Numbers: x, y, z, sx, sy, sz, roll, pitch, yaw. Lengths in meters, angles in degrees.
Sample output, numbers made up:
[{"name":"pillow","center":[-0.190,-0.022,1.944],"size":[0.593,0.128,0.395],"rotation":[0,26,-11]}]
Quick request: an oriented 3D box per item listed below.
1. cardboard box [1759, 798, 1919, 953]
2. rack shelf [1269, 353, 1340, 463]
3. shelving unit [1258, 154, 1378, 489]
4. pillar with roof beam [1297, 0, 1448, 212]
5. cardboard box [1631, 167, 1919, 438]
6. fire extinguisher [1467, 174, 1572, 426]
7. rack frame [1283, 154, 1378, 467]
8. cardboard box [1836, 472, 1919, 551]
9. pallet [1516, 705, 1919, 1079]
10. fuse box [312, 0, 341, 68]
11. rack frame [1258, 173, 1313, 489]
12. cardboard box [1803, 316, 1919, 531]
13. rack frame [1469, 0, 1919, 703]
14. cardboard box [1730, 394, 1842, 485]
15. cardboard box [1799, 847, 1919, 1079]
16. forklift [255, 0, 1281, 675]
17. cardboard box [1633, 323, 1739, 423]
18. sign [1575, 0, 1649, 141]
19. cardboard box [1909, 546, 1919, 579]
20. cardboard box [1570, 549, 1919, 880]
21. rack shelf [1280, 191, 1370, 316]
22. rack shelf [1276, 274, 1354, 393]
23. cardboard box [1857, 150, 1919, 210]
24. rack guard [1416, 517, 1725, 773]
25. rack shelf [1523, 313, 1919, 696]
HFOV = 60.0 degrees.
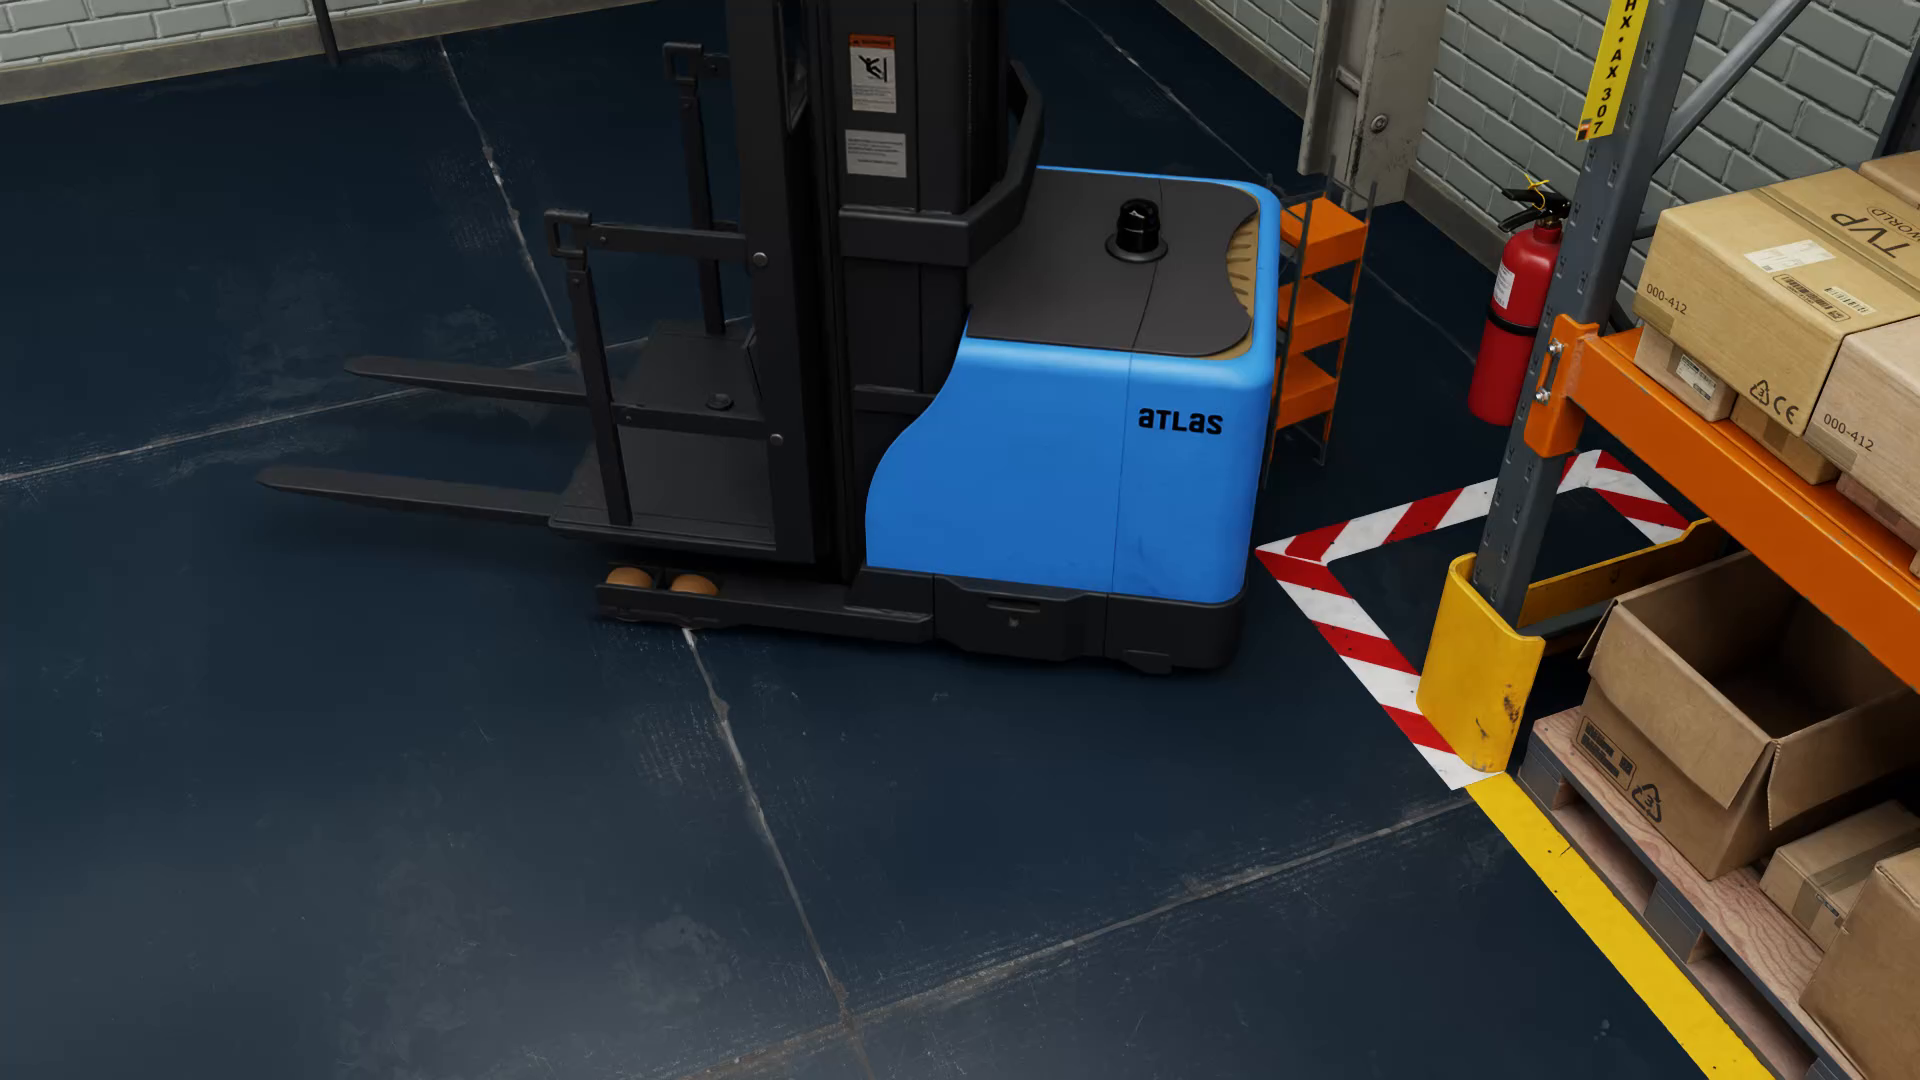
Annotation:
[{"name":"cardboard box","center":[2.122,0.793,3.891],"size":[0.380,0.149,0.250],"rotation":[-17,43,-19]},{"name":"rack shelf","center":[1.053,-0.442,5.399],"size":[0.240,0.259,0.215],"rotation":[-21,45,-23]},{"name":"shelving unit","center":[1.056,-0.662,5.212],"size":[0.252,1.050,0.215],"rotation":[-21,45,-23]},{"name":"pillar with roof beam","center":[-2.327,-3.836,2.809],"size":[9.100,9.000,0.400],"rotation":[-15,43,-17]},{"name":"cardboard box","center":[1.774,-0.501,3.419],"size":[0.500,0.250,0.500],"rotation":[-15,43,-17]},{"name":"fire extinguisher","center":[1.366,-0.589,3.979],"size":[0.296,0.674,0.183],"rotation":[-15,43,-17]},{"name":"rack frame","center":[1.161,-0.701,5.260],"size":[0.008,1.050,0.200],"rotation":[-21,45,-23]},{"name":"cardboard box","center":[1.994,-0.133,3.297],"size":[0.380,0.149,0.250],"rotation":[-16,43,-17]},{"name":"pallet","center":[2.184,0.797,4.161],"size":[1.003,0.211,1.213],"rotation":[-15,43,-17]},{"name":"fuse box","center":[-2.918,-2.884,7.291],"size":[0.539,1.711,0.414],"rotation":[-15,43,-17]},{"name":"rack frame","center":[0.951,-0.622,5.164],"size":[0.008,1.050,0.200],"rotation":[-21,45,-23]},{"name":"cardboard box","center":[1.967,-0.198,3.066],"size":[0.500,0.250,0.500],"rotation":[-15,43,-16]},{"name":"rack frame","center":[1.849,-0.786,3.863],"size":[1.000,3.000,0.127],"rotation":[-15,43,-17]},{"name":"cardboard box","center":[1.861,-0.283,3.471],"size":[0.380,0.149,0.250],"rotation":[-14,43,-16]},{"name":"cardboard box","center":[2.287,0.919,3.476],"size":[0.700,0.500,0.500],"rotation":[-13,42,-15]},{"name":"forklift","center":[-0.626,-1.179,4.373],"size":[3.031,2.935,1.130],"rotation":[6,41,7]},{"name":"cardboard box","center":[1.721,-0.424,3.636],"size":[0.380,0.149,0.250],"rotation":[-15,43,-17]},{"name":"sign","center":[1.348,-0.979,3.424],"size":[0.100,0.325,0.005],"rotation":[-15,43,-17]},{"name":"cardboard box","center":[2.034,0.035,3.102],"size":[0.380,0.149,0.250],"rotation":[-14,43,-16]},{"name":"cardboard box","center":[1.995,0.393,4.085],"size":[0.797,0.503,0.637],"rotation":[-17,43,-19]},{"name":"rack shelf","center":[1.059,-0.870,5.035],"size":[0.240,0.259,0.215],"rotation":[-21,45,-23]},{"name":"rack shelf","center":[1.056,-0.654,5.219],"size":[0.240,0.259,0.215],"rotation":[-21,45,-23]},{"name":"cardboard box","center":[2.270,-0.631,3.570],"size":[0.500,0.250,0.500],"rotation":[-14,43,-16]},{"name":"rack guard","center":[1.878,0.208,4.625],"size":[1.175,0.500,0.348],"rotation":[-15,43,-17]},{"name":"rack shelf","center":[2.614,0.692,2.697],"size":[1.077,0.370,4.000],"rotation":[-15,43,-17]}]
